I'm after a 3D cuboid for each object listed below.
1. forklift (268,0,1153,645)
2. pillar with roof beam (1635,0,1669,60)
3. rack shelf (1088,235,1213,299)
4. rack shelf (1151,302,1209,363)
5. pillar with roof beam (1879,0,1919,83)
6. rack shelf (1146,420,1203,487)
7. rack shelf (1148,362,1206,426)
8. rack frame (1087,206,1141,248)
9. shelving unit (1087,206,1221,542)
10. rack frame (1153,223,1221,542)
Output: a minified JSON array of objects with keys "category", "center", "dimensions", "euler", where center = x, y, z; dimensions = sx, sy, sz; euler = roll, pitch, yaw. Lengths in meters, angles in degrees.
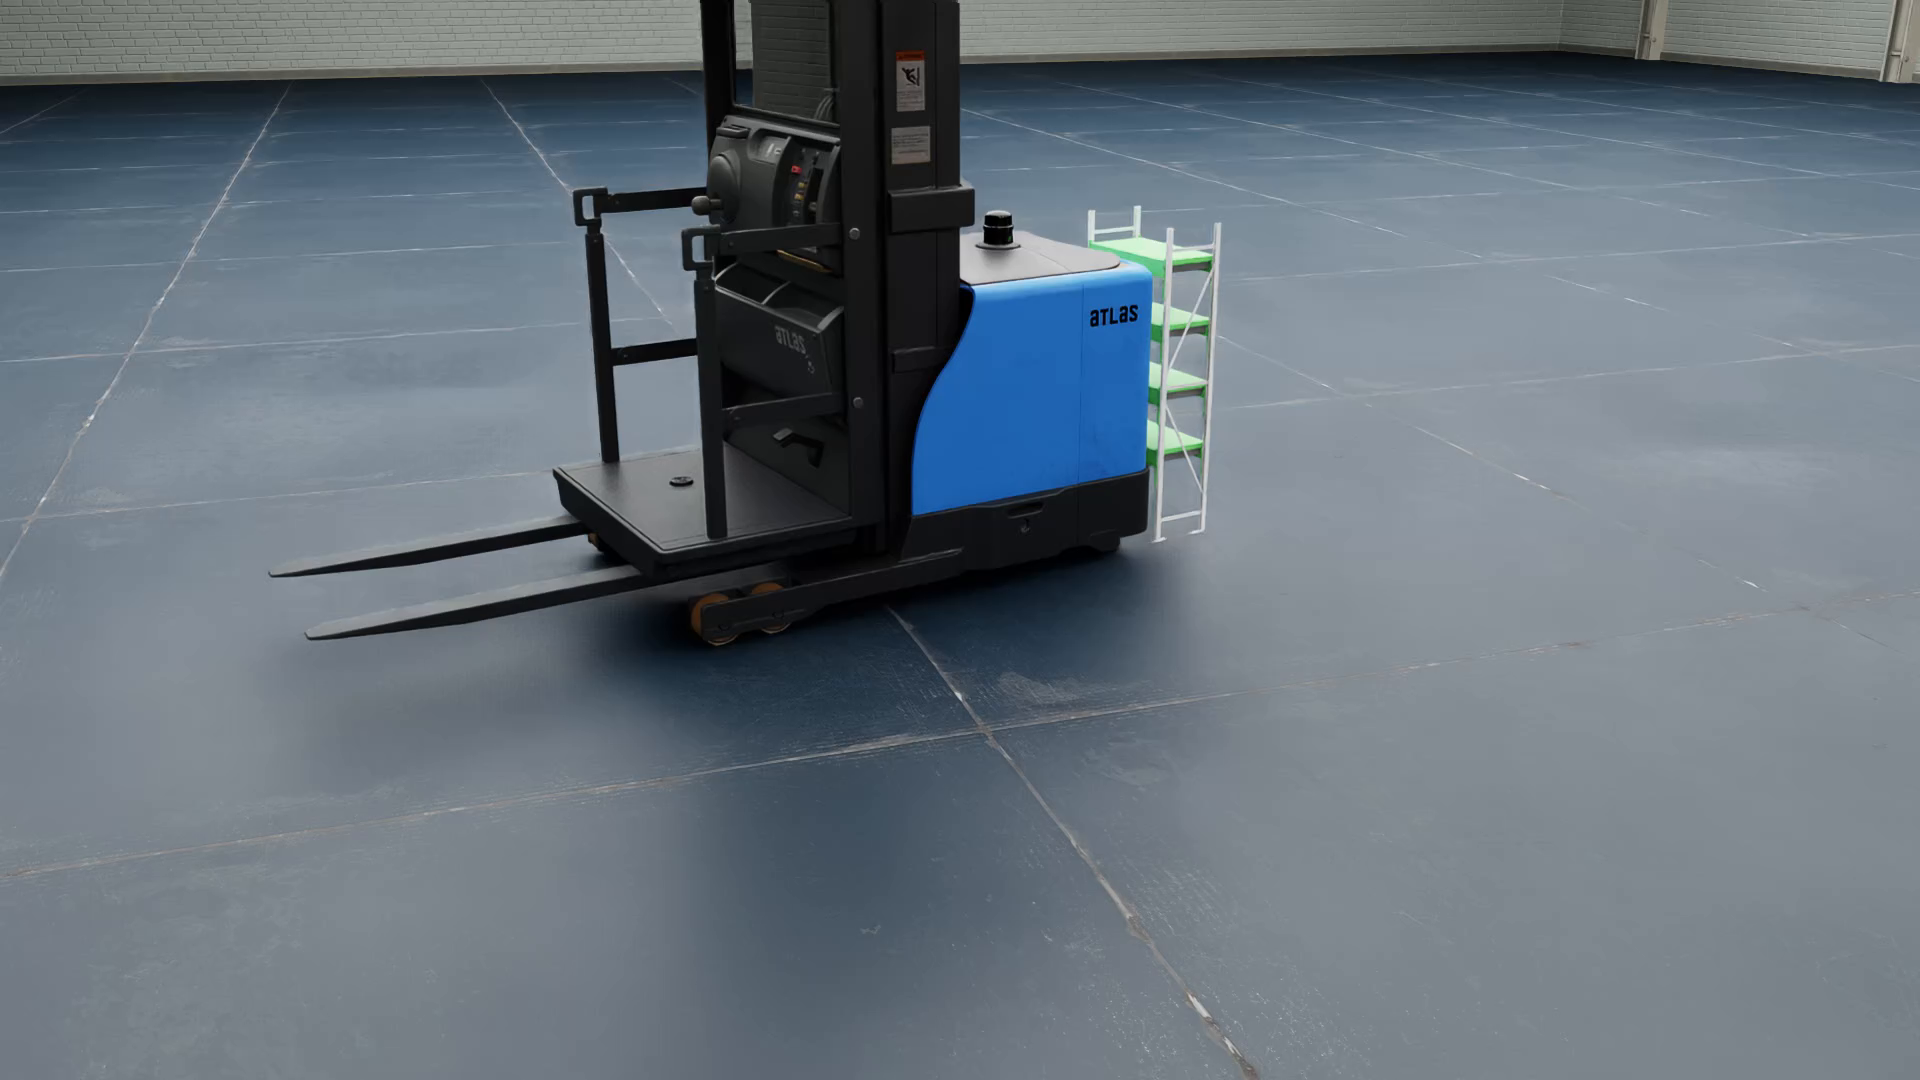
[{"category":"forklift","center":[-0.813,-1.237,5.526],"dimensions":[3.031,2.935,1.130],"euler":[-12,23,-29]},{"category":"pillar with roof beam","center":[9.507,-13.279,30.074],"dimensions":[9.100,9.000,0.400],"euler":[-6,21,-17]},{"category":"rack shelf","center":[0.726,-1.041,6.308],"dimensions":[0.258,0.148,0.480],"euler":[-12,23,-29]},{"category":"rack shelf","center":[0.725,-0.815,6.389],"dimensions":[0.258,0.148,0.480],"euler":[-12,23,-29]},{"category":"pillar with roof beam","center":[11.392,-11.354,24.714],"dimensions":[9.100,9.000,0.400],"euler":[-6,21,-17]},{"category":"rack shelf","center":[0.725,-0.363,6.552],"dimensions":[0.258,0.148,0.480],"euler":[-12,23,-29]},{"category":"rack shelf","center":[0.725,-0.589,6.470],"dimensions":[0.258,0.148,0.480],"euler":[-12,23,-29]},{"category":"rack frame","center":[0.599,-0.720,6.645],"dimensions":[0.240,1.200,0.015],"euler":[-12,23,-29]},{"category":"shelving unit","center":[0.725,-0.649,6.449],"dimensions":[0.258,1.200,0.503],"euler":[-12,23,-29]},{"category":"rack frame","center":[0.852,-0.579,6.252],"dimensions":[0.240,1.200,0.015],"euler":[-12,23,-29]}]
